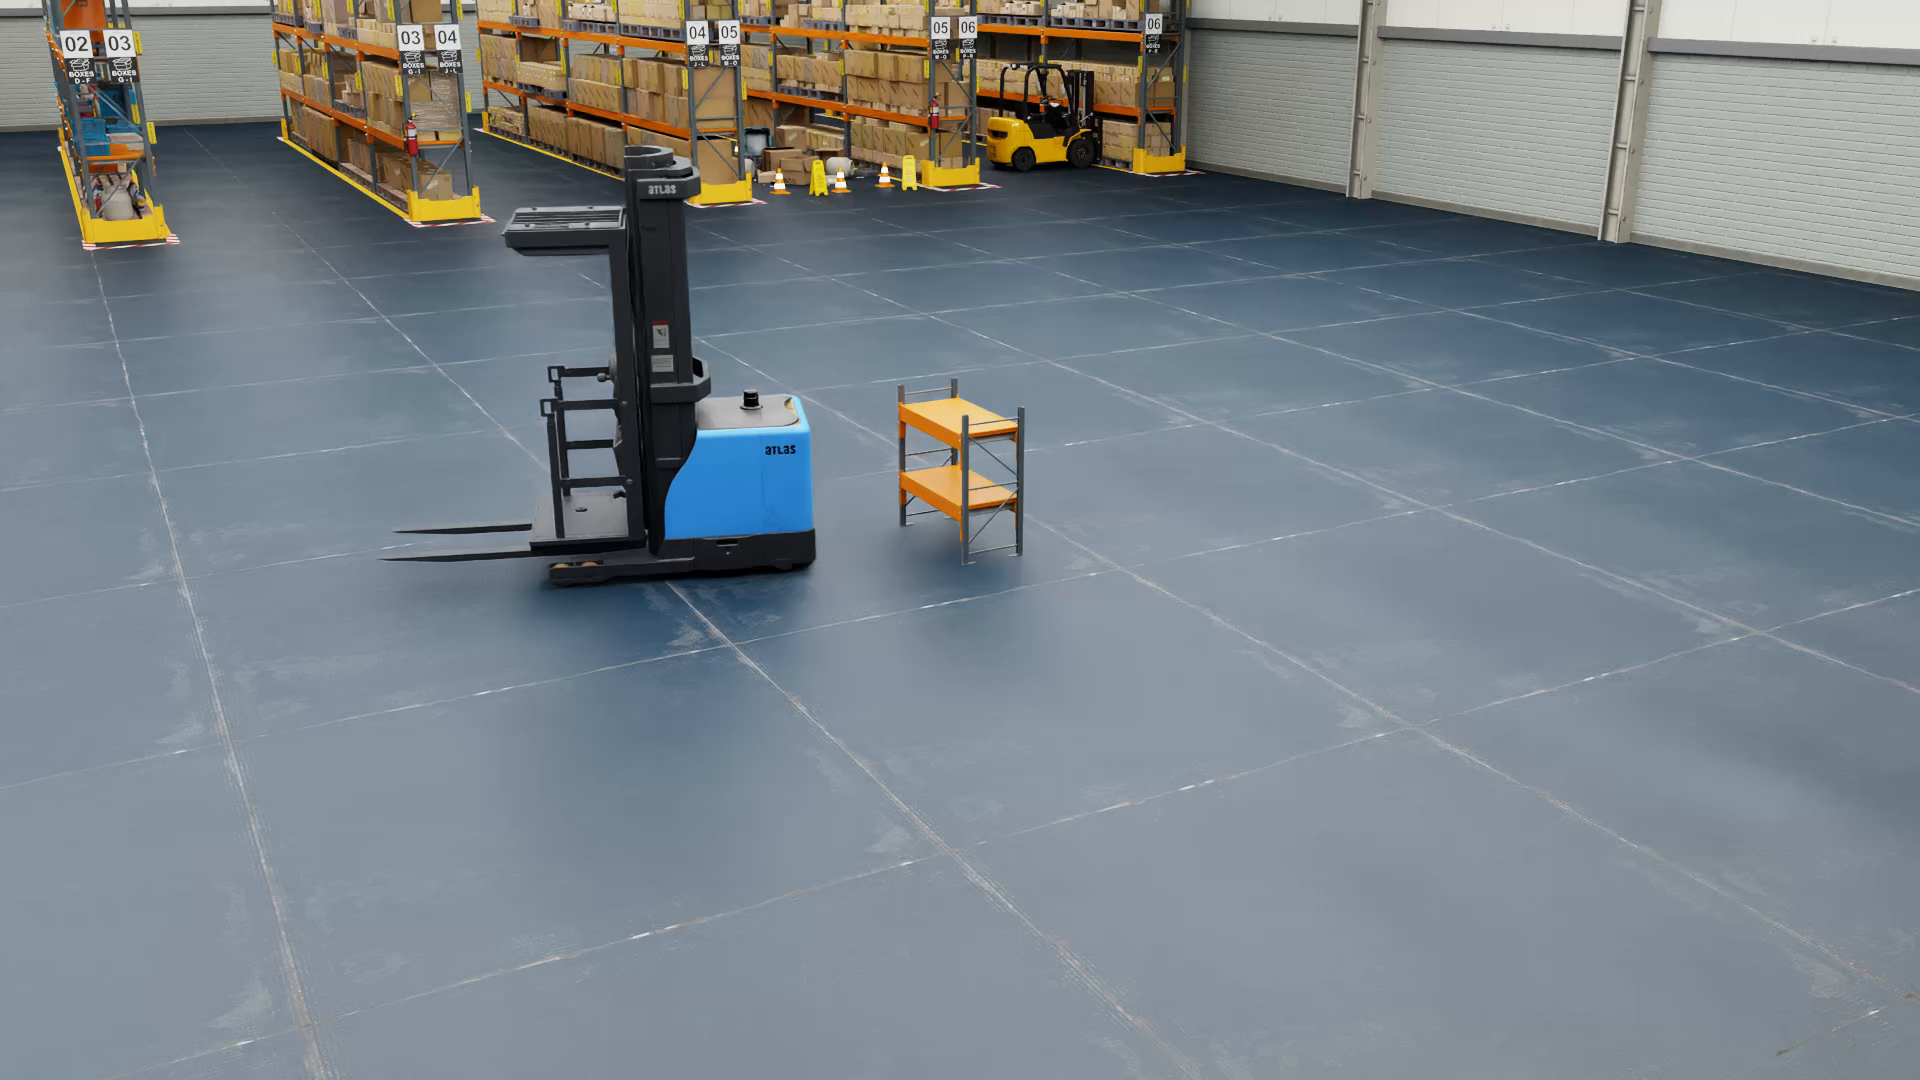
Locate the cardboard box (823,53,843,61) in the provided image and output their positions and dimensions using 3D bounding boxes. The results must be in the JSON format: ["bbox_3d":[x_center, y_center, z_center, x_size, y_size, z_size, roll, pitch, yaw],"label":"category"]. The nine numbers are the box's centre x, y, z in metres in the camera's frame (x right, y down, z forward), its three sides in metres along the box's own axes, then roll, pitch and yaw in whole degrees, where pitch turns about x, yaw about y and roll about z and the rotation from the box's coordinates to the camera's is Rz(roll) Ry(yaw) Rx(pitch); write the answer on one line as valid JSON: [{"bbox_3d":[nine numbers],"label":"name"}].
[{"bbox_3d":[-2.802,-10.638,36.613,0.380,0.149,0.250,-11,22,-28],"label":"cardboard box"}]

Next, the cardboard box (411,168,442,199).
[{"bbox_3d":[-9.463,-6.333,29.574,0.500,0.500,0.500,-4,20,-12],"label":"cardboard box"}]

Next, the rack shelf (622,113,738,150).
[{"bbox_3d":[-5.404,-7.941,32.149,1.077,0.370,4.000,-10,21,-27],"label":"rack shelf"}]

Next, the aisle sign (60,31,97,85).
[{"bbox_3d":[-13.453,-7.363,25.385,0.394,0.787,0.004,-10,21,-27],"label":"aisle sign"}]

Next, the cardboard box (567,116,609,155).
[{"bbox_3d":[-8.043,-8.950,36.775,1.050,0.750,0.750,-10,22,-27],"label":"cardboard box"}]

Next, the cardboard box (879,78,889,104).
[{"bbox_3d":[-1.338,-9.241,34.204,0.500,0.500,0.500,-10,21,-26],"label":"cardboard box"}]

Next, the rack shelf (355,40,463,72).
[{"bbox_3d":[-9.817,-8.620,29.518,1.077,0.370,4.000,-10,21,-27],"label":"rack shelf"}]

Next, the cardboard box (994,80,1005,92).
[{"bbox_3d":[1.148,-10.892,39.828,0.500,0.250,0.500,-9,21,-25],"label":"cardboard box"}]

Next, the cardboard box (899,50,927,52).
[{"bbox_3d":[-1.199,-12.641,43.870,0.700,0.500,0.500,-10,21,-26],"label":"cardboard box"}]

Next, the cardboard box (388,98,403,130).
[{"bbox_3d":[-9.447,-7.443,28.993,0.875,0.500,0.500,-10,21,-27],"label":"cardboard box"}]

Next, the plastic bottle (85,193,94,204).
[{"bbox_3d":[-14.816,-5.832,28.322,0.144,0.351,0.185,-10,21,-27],"label":"plastic bottle"}]

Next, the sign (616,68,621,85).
[{"bbox_3d":[-6.826,-9.278,33.268,0.100,0.325,0.005,-10,21,-27],"label":"sign"}]

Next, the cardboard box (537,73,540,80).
[{"bbox_3d":[-9.503,-10.665,38.226,0.380,0.149,0.250,-9,21,-25],"label":"cardboard box"}]

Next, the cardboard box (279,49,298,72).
[{"bbox_3d":[-16.237,-11.662,40.454,0.500,0.500,0.500,-11,22,-28],"label":"cardboard box"}]

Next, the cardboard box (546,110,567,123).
[{"bbox_3d":[-9.285,-9.822,38.537,0.500,0.250,0.500,-9,21,-25],"label":"cardboard box"}]

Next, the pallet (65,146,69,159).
[{"bbox_3d":[-19.891,-8.883,38.051,1.003,0.211,1.213,-10,21,-27],"label":"pallet"}]

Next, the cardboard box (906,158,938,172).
[{"bbox_3d":[-0.778,-7.599,33.626,0.500,0.250,0.500,-10,21,-27],"label":"cardboard box"}]

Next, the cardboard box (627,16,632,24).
[{"bbox_3d":[-6.238,-10.097,32.285,0.380,0.149,0.250,-10,21,-27],"label":"cardboard box"}]

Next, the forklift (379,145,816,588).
[{"bbox_3d":[-2.608,-1.237,11.723,3.031,2.935,1.130,-3,19,-10],"label":"forklift"}]

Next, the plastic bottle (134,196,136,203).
[{"bbox_3d":[-14.168,-5.869,28.657,0.097,0.201,0.097,0,19,0],"label":"plastic bottle"}]

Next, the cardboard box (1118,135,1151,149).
[{"bbox_3d":[3.715,-8.499,35.469,0.500,0.250,0.500,-10,22,-27],"label":"cardboard box"}]

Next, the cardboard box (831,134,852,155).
[{"bbox_3d":[-2.296,-8.758,36.797,0.950,0.372,0.625,-10,21,-26],"label":"cardboard box"}]

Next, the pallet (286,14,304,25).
[{"bbox_3d":[-14.945,-12.025,38.419,1.003,0.211,1.213,-10,21,-27],"label":"pallet"}]

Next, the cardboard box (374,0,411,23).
[{"bbox_3d":[-9.826,-9.216,28.766,0.500,0.500,0.500,-10,21,-27],"label":"cardboard box"}]

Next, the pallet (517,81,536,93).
[{"bbox_3d":[-9.917,-10.819,39.681,1.003,0.211,1.213,-10,21,-27],"label":"pallet"}]

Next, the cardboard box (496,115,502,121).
[{"bbox_3d":[-11.728,-10.867,42.797,0.380,0.149,0.250,-9,21,-25],"label":"cardboard box"}]

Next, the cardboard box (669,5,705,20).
[{"bbox_3d":[-4.932,-9.538,30.052,0.500,0.250,0.500,-10,21,-26],"label":"cardboard box"}]

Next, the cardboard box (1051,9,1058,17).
[{"bbox_3d":[2.267,-11.790,37.190,0.380,0.149,0.250,-9,21,-26],"label":"cardboard box"}]

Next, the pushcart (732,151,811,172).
[{"bbox_3d":[-4.028,-8.044,35.365,0.936,0.377,1.648,16,25,39],"label":"pushcart"}]

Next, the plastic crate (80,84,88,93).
[{"bbox_3d":[-19.487,-10.085,37.348,0.437,0.282,0.530,-10,21,-27],"label":"plastic crate"}]

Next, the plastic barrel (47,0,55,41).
[{"bbox_3d":[-16.179,-9.492,30.173,0.600,0.901,0.708,-10,21,-27],"label":"plastic barrel"}]

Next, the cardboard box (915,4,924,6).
[{"bbox_3d":[-0.933,-13.678,42.661,0.380,0.149,0.250,-9,21,-25],"label":"cardboard box"}]

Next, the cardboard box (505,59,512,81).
[{"bbox_3d":[-10.876,-11.584,40.995,0.500,0.500,0.500,-11,22,-28],"label":"cardboard box"}]

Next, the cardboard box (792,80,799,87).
[{"bbox_3d":[-3.647,-10.503,38.212,0.380,0.149,0.250,-10,21,-26],"label":"cardboard box"}]

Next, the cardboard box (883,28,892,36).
[{"bbox_3d":[-1.330,-10.295,33.655,0.380,0.149,0.250,-10,22,-27],"label":"cardboard box"}]

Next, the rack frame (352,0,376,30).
[{"bbox_3d":[-10.766,-10.952,30.575,1.000,3.000,0.127,-10,21,-27],"label":"rack frame"}]

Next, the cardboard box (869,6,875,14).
[{"bbox_3d":[-1.653,-10.896,34.174,0.380,0.149,0.250,-11,22,-28],"label":"cardboard box"}]

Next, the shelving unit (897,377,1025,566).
[{"bbox_3d":[-0.003,-0.534,12.454,0.538,1.125,1.048,-10,21,-27],"label":"shelving unit"}]

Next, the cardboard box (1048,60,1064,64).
[{"bbox_3d":[2.212,-10.778,37.664,0.380,0.149,0.250,-10,21,-26],"label":"cardboard box"}]

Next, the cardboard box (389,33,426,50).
[{"bbox_3d":[-9.320,-8.414,28.048,0.500,0.250,0.500,-9,21,-25],"label":"cardboard box"}]

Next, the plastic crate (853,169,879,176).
[{"bbox_3d":[-2.021,-7.693,34.804,0.583,0.080,0.402,16,25,39],"label":"plastic crate"}]

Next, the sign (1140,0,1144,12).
[{"bbox_3d":[3.737,-10.992,34.053,0.100,0.325,0.005,-10,21,-27],"label":"sign"}]

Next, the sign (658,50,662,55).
[{"bbox_3d":[-8.235,-13.458,45.587,0.100,0.325,0.005,-10,21,-27],"label":"sign"}]

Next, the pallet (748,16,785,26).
[{"bbox_3d":[-4.297,-12.305,39.383,1.213,0.211,1.003,-9,21,-24],"label":"pallet"}]

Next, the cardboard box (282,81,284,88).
[{"bbox_3d":[-16.464,-11.216,40.921,0.380,0.149,0.250,-10,22,-27],"label":"cardboard box"}]

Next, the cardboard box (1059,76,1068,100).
[{"bbox_3d":[2.564,-10.154,37.305,0.500,0.500,0.500,-10,21,-26],"label":"cardboard box"}]

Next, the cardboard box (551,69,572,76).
[{"bbox_3d":[-8.889,-10.434,37.101,0.380,0.149,0.250,-11,22,-29],"label":"cardboard box"}]

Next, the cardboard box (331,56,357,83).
[{"bbox_3d":[-12.999,-9.998,35.317,0.797,0.503,0.637,-9,21,-25],"label":"cardboard box"}]

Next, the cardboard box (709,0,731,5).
[{"bbox_3d":[-4.332,-9.774,30.125,0.380,0.149,0.250,-10,21,-26],"label":"cardboard box"}]

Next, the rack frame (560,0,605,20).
[{"bbox_3d":[-8.253,-12.840,36.045,1.000,3.000,0.127,-10,21,-27],"label":"rack frame"}]

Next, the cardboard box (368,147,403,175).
[{"bbox_3d":[-11.249,-7.462,32.815,0.700,0.500,0.500,-10,21,-27],"label":"cardboard box"}]

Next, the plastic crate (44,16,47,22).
[{"bbox_3d":[-20.043,-11.472,36.861,0.437,0.282,0.530,-10,21,-27],"label":"plastic crate"}]

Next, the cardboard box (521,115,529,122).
[{"bbox_3d":[-10.550,-10.346,40.830,0.380,0.149,0.250,-9,21,-25],"label":"cardboard box"}]

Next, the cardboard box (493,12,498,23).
[{"bbox_3d":[-11.326,-13.031,41.429,0.500,0.250,0.500,-10,21,-27],"label":"cardboard box"}]

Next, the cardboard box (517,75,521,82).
[{"bbox_3d":[-10.370,-11.047,39.790,0.380,0.149,0.250,-11,22,-29],"label":"cardboard box"}]
